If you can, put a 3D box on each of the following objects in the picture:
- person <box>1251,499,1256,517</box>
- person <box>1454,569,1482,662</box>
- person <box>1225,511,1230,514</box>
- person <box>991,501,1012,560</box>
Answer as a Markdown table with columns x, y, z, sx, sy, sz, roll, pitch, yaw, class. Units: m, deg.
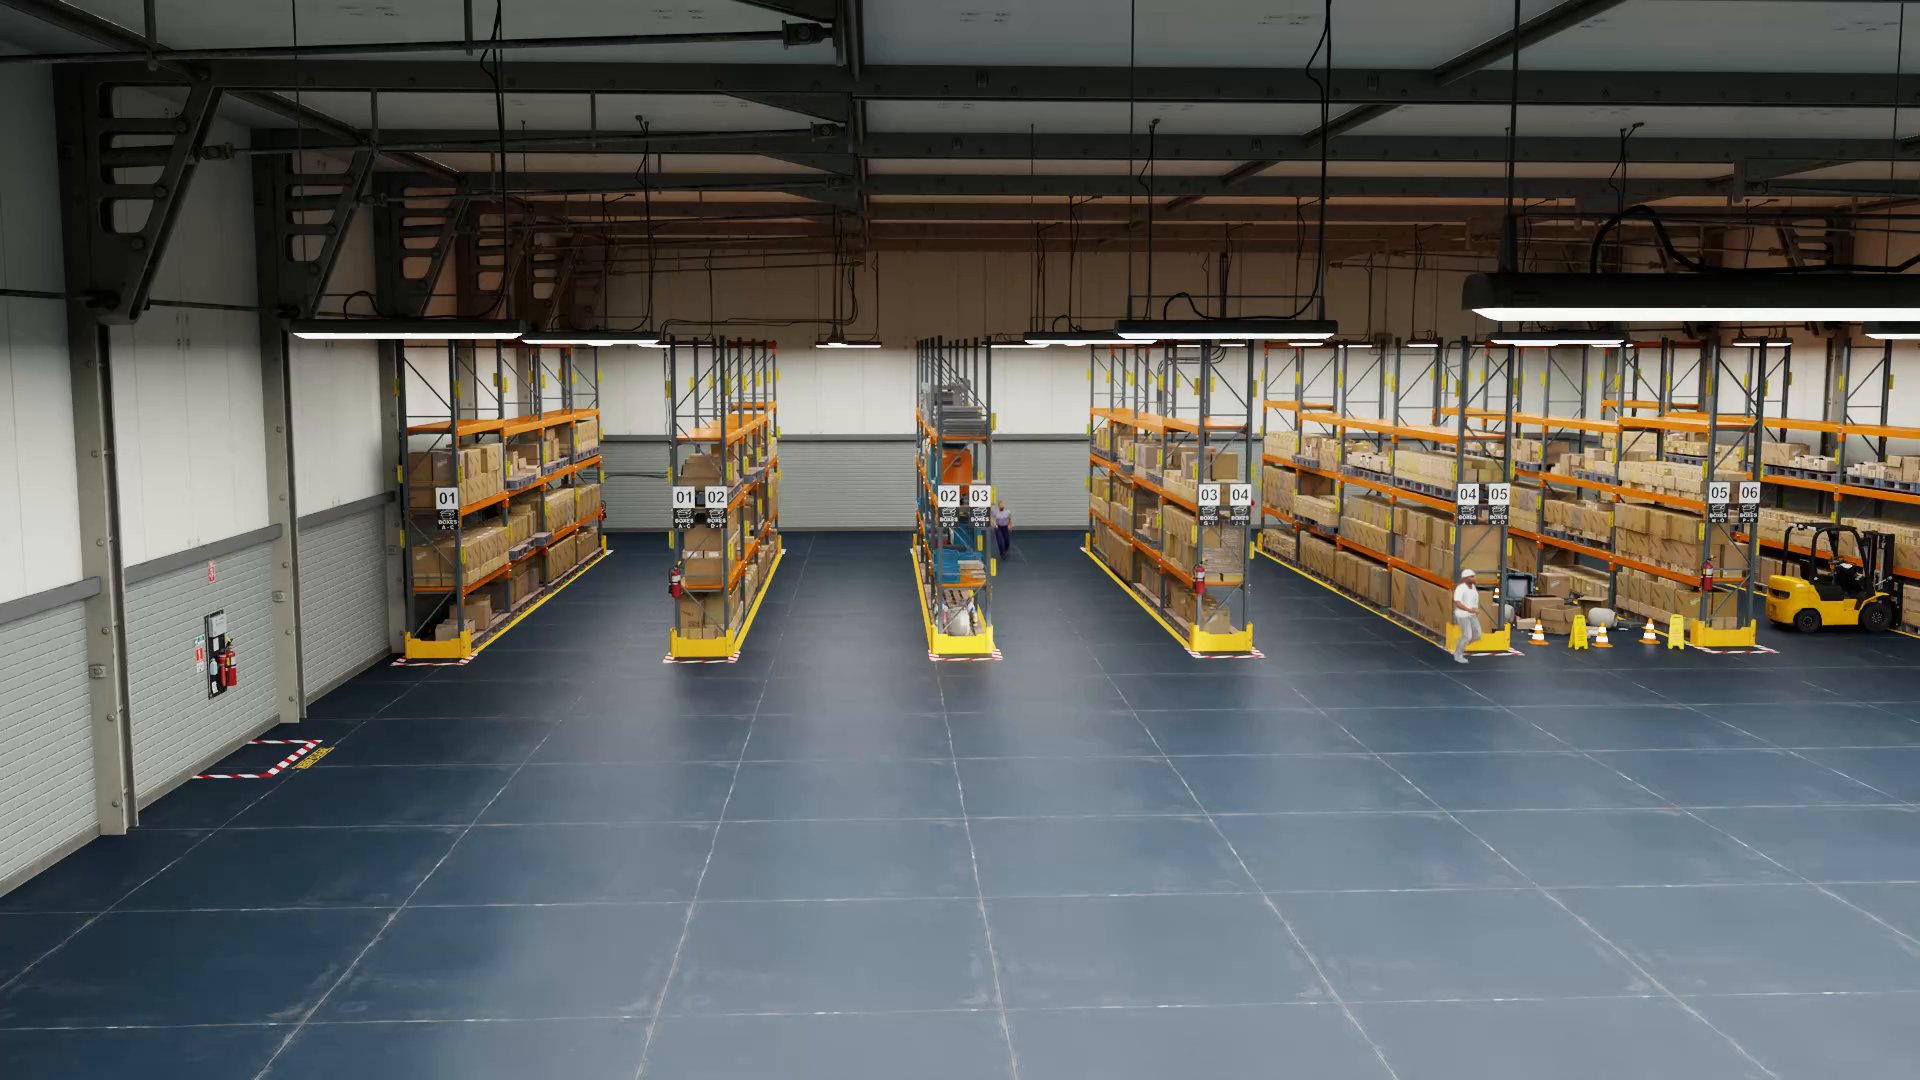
| x | y | z | sx | sy | sz | roll | pitch | yaw | class |
| --- | --- | --- | --- | --- | --- | --- | --- | --- | --- |
| 8.216 | -0.645 | 48.715 | 0.743 | 1.756 | 0.853 | 5 | 8 | 37 | person |
| 9.368 | 1.391 | 30.605 | 0.738 | 1.725 | 0.594 | -6 | 9 | -41 | person |
| 7.406 | -0.481 | 47.461 | 0.738 | 1.663 | 0.554 | 2 | 7 | 20 | person |
| 1.135 | -0.268 | 45.835 | 0.615 | 1.622 | 0.538 | -1 | 7 | -4 | person |
